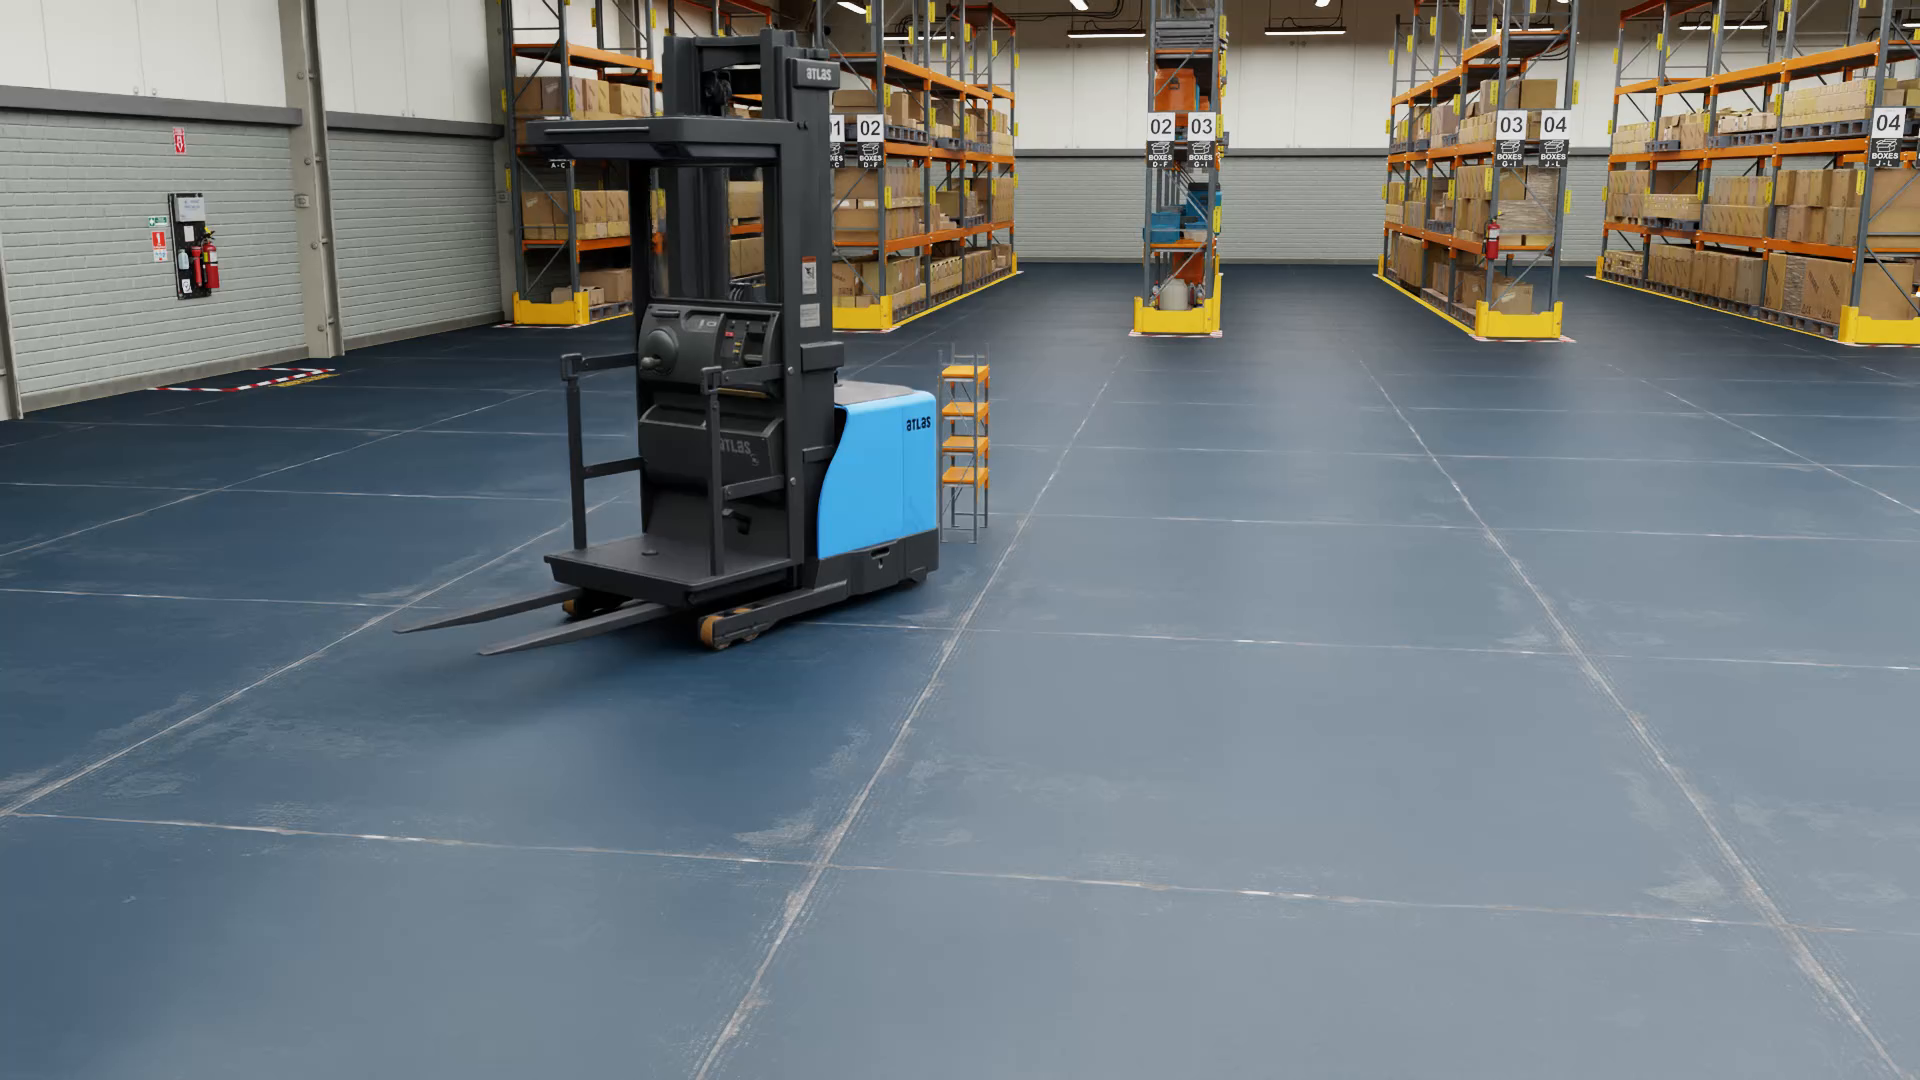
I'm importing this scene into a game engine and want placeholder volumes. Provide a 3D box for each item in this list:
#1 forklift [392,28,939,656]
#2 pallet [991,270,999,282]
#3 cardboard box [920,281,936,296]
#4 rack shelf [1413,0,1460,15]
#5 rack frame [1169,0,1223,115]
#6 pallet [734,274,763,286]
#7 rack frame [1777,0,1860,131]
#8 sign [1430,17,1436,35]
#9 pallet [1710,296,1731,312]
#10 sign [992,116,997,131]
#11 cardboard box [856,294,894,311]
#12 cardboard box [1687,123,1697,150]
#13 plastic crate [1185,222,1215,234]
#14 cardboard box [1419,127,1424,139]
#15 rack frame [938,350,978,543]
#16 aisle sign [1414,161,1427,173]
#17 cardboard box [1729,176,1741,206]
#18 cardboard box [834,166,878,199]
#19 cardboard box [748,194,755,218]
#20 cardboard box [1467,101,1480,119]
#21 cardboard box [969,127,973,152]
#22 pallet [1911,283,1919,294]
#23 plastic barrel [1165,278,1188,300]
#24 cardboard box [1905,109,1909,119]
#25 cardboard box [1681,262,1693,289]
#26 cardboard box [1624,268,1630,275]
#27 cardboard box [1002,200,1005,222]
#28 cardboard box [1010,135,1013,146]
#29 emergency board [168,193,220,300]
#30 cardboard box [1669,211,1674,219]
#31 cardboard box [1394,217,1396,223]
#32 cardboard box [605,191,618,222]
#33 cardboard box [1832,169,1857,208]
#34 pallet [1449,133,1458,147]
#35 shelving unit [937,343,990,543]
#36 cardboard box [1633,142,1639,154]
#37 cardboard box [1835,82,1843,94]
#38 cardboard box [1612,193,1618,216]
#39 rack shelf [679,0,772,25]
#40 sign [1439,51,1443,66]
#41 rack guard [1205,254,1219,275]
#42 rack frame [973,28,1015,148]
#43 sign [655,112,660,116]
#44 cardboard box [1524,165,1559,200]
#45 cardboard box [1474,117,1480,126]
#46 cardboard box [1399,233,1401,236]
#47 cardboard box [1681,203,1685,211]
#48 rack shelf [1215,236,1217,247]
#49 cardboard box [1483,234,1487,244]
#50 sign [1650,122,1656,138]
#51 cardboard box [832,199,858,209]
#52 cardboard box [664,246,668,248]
[{"bbox_3d":[-1.404,-1.019,8.265,1.130,2.935,3.031,9,15,36],"label":"forklift"},{"bbox_3d":[0.310,-6.036,38.003,1.003,0.211,1.213,2,12,9],"label":"pallet"},{"bbox_3d":[-0.720,-4.528,29.916,0.500,0.250,0.500,2,12,7],"label":"cardboard box"},{"bbox_3d":[9.684,-10.724,32.714,1.077,0.370,4.000,2,12,9],"label":"rack shelf"},{"bbox_3d":[4.482,-9.195,31.802,1.000,3.000,0.127,2,12,9],"label":"rack frame"},{"bbox_3d":[-4.922,-5.636,36.142,1.003,0.211,1.213,2,12,9],"label":"pallet"},{"bbox_3d":[13.646,-8.021,26.350,1.000,3.000,0.127,2,12,9],"label":"rack frame"},{"bbox_3d":[8.827,-9.586,31.022,0.100,0.325,0.005,2,12,9],"label":"sign"},{"bbox_3d":[13.876,-4.143,29.214,1.003,0.211,1.213,2,12,9],"label":"pallet"},{"bbox_3d":[0.752,-9.151,36.554,0.100,0.325,0.005,2,12,9],"label":"sign"},{"bbox_3d":[-1.340,-3.724,26.185,0.500,0.250,0.500,2,12,9],"label":"cardboard box"},{"bbox_3d":[14.162,-7.667,31.594,0.500,0.500,0.500,2,12,9],"label":"cardboard box"},{"bbox_3d":[3.965,-5.118,27.476,0.499,0.251,0.616,2,12,9],"label":"plastic crate"},{"bbox_3d":[9.734,-8.338,34.156,0.500,0.311,0.500,1,12,7],"label":"cardboard box"},{"bbox_3d":[-0.012,-0.570,10.291,0.240,1.200,0.015,2,12,9],"label":"rack frame"},{"bbox_3d":[10.914,-9.044,39.167,0.394,0.787,0.004,2,12,9],"label":"aisle sign"},{"bbox_3d":[14.029,-6.153,29.313,0.700,0.500,0.500,2,12,8],"label":"cardboard box"},{"bbox_3d":[-1.550,-5.550,25.807,0.700,0.500,0.500,2,12,9],"label":"cardboard box"},{"bbox_3d":[-4.740,-7.201,35.798,0.500,0.500,0.500,2,12,10],"label":"cardboard box"},{"bbox_3d":[8.931,-7.086,27.893,0.797,0.503,0.637,1,12,6],"label":"cardboard box"},{"bbox_3d":[-0.220,-8.246,34.277,0.910,0.500,0.500,2,12,9],"label":"cardboard box"},{"bbox_3d":[19.739,-5.088,33.600,1.003,0.211,1.213,2,12,9],"label":"pallet"},{"bbox_3d":[3.354,-3.830,26.055,0.421,0.512,0.421,0,12,0],"label":"plastic barrel"},{"bbox_3d":[13.439,-5.967,23.303,0.380,0.149,0.250,2,12,9],"label":"cardboard box"},{"bbox_3d":[14.104,-5.049,31.740,0.500,0.500,0.500,2,12,8],"label":"cardboard box"},{"bbox_3d":[14.759,-5.873,36.395,0.380,0.149,0.250,2,12,9],"label":"cardboard box"},{"bbox_3d":[0.782,-7.720,38.956,0.500,0.500,0.500,2,12,8],"label":"cardboard box"},{"bbox_3d":[0.991,-9.612,40.022,0.500,0.250,0.500,2,12,9],"label":"cardboard box"},{"bbox_3d":[-8.625,-3.330,18.825,0.194,1.169,0.643,2,12,9],"label":"emergency board"},{"bbox_3d":[14.044,-6.334,32.362,0.380,0.149,0.250,1,12,6],"label":"cardboard box"},{"bbox_3d":[9.912,-7.154,37.164,0.380,0.149,0.250,2,12,8],"label":"cardboard box"},{"bbox_3d":[-5.996,-5.521,27.520,0.500,0.500,0.500,1,12,7],"label":"cardboard box"},{"bbox_3d":[13.120,-5.050,23.886,0.875,0.550,0.550,2,12,9],"label":"cardboard box"},{"bbox_3d":[8.961,-6.769,28.109,1.213,0.211,1.003,2,12,9],"label":"pallet"},{"bbox_3d":[0.025,-0.621,10.527,0.258,1.200,0.503,2,12,9],"label":"shelving unit"},{"bbox_3d":[14.851,-8.466,35.895,0.500,0.250,0.500,2,12,8],"label":"cardboard box"},{"bbox_3d":[12.905,-6.535,24.046,0.380,0.149,0.250,2,12,9],"label":"cardboard box"},{"bbox_3d":[15.093,-7.583,37.618,0.500,0.500,0.500,2,12,9],"label":"cardboard box"},{"bbox_3d":[-5.000,-11.206,34.949,1.077,0.370,4.000,2,12,9],"label":"rack shelf"},{"bbox_3d":[11.140,-11.175,38.582,0.100,0.325,0.005,2,12,9],"label":"sign"},{"bbox_3d":[5.703,-6.712,40.450,1.175,0.500,0.348,2,12,9],"label":"rack guard"},{"bbox_3d":[0.818,-11.022,40.277,1.000,3.000,0.127,2,12,9],"label":"rack frame"},{"bbox_3d":[-5.385,-7.454,29.615,0.100,0.325,0.005,2,12,9],"label":"sign"},{"bbox_3d":[8.499,-5.226,24.305,0.500,0.500,0.500,2,12,9],"label":"cardboard box"},{"bbox_3d":[8.243,-6.527,25.950,0.380,0.149,0.250,2,12,8],"label":"cardboard box"},{"bbox_3d":[10.310,-6.424,37.227,0.875,0.875,0.875,2,12,9],"label":"cardboard box"},{"bbox_3d":[13.927,-6.322,31.600,0.380,0.149,0.250,2,12,11],"label":"cardboard box"},{"bbox_3d":[4.174,-5.495,30.578,1.077,0.370,4.000,2,12,9],"label":"rack shelf"},{"bbox_3d":[8.012,-4.486,24.785,0.380,0.149,0.250,2,12,9],"label":"cardboard box"},{"bbox_3d":[14.339,-8.488,34.413,0.100,0.325,0.005,2,12,9],"label":"sign"},{"bbox_3d":[-1.772,-5.210,25.773,0.380,0.149,0.250,2,12,8],"label":"cardboard box"},{"bbox_3d":[-5.590,-5.568,32.319,0.500,0.250,0.500,2,12,8],"label":"cardboard box"}]
